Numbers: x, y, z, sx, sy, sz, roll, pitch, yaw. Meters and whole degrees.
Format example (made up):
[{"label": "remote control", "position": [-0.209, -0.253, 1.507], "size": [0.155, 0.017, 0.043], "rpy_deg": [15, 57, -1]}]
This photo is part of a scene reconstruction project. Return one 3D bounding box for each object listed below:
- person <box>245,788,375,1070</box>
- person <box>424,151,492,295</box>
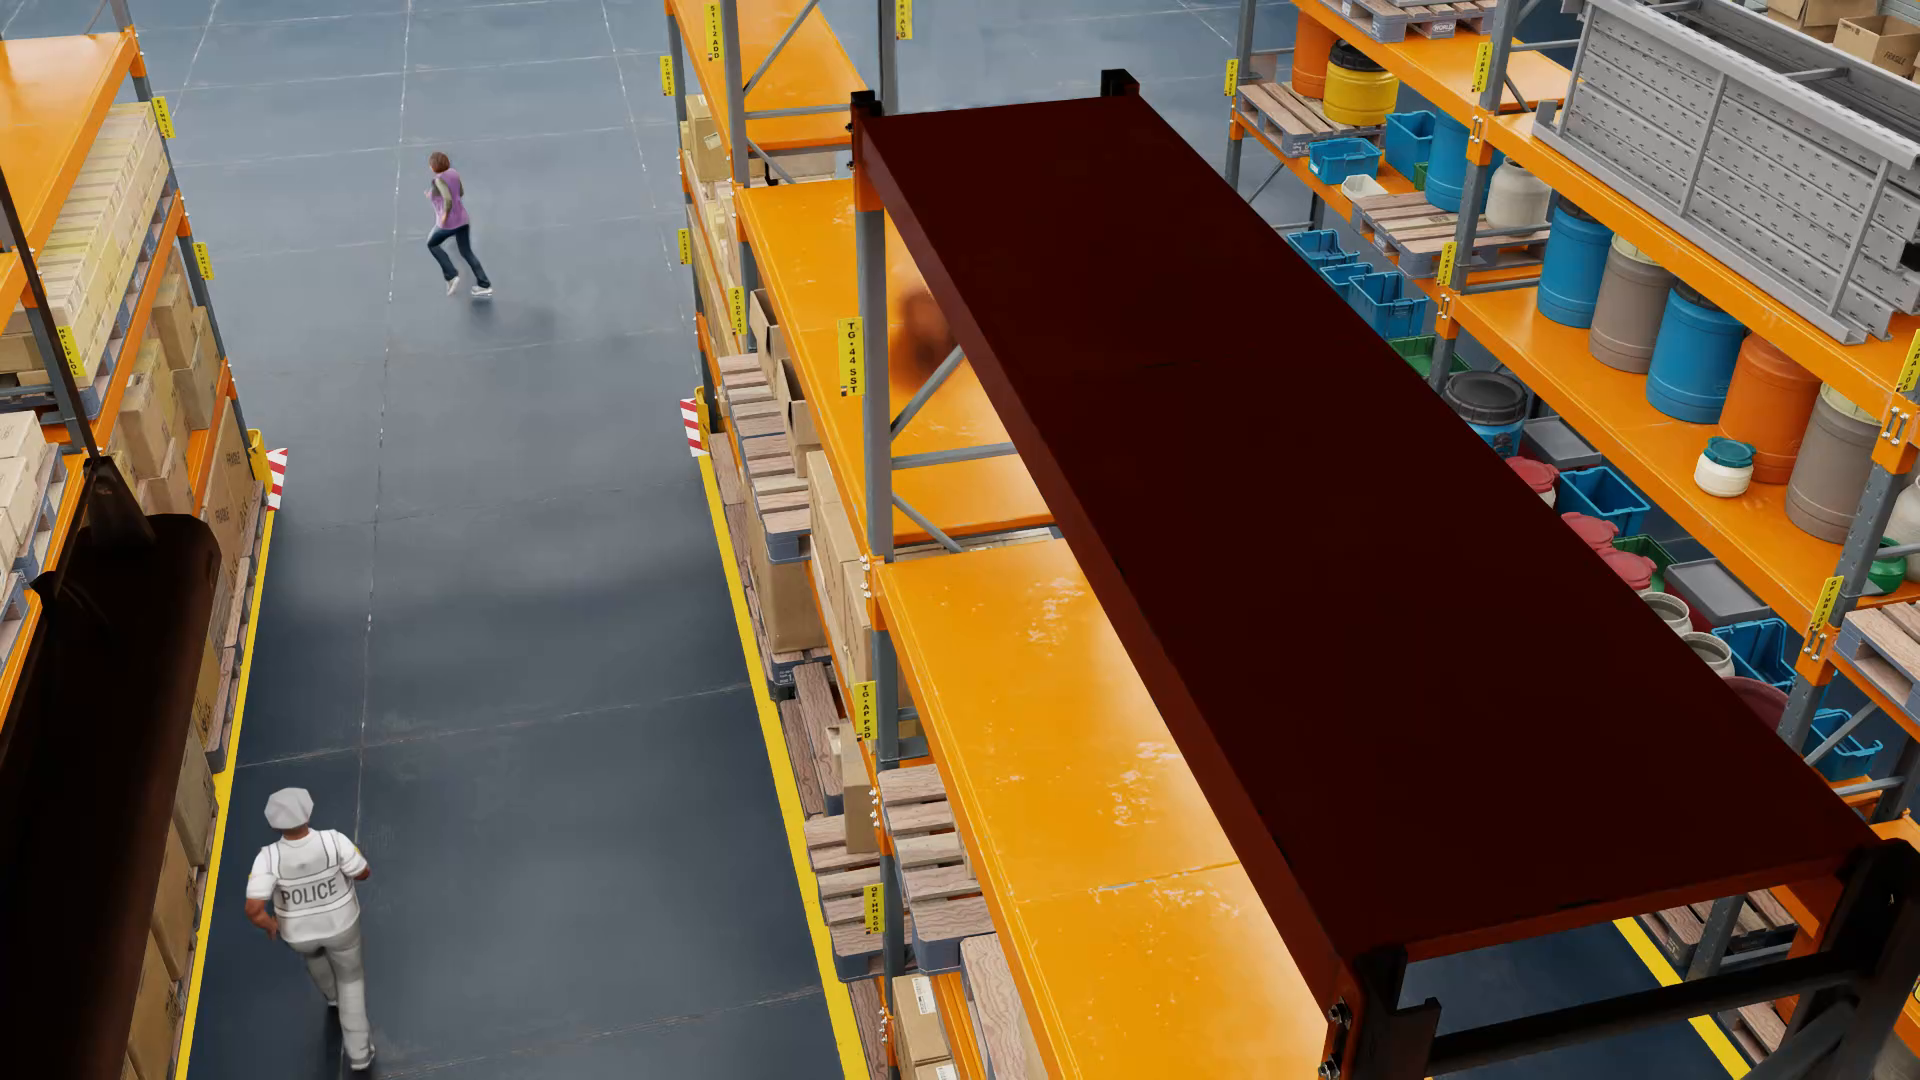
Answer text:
[{"label": "person", "position": [-3.569, 2.170, 9.331], "size": [0.608, 1.813, 0.909], "rpy_deg": [-7, 35, -11]}, {"label": "person", "position": [-5.324, -3.321, 17.543], "size": [0.717, 1.597, 0.521], "rpy_deg": [15, 37, 21]}]
